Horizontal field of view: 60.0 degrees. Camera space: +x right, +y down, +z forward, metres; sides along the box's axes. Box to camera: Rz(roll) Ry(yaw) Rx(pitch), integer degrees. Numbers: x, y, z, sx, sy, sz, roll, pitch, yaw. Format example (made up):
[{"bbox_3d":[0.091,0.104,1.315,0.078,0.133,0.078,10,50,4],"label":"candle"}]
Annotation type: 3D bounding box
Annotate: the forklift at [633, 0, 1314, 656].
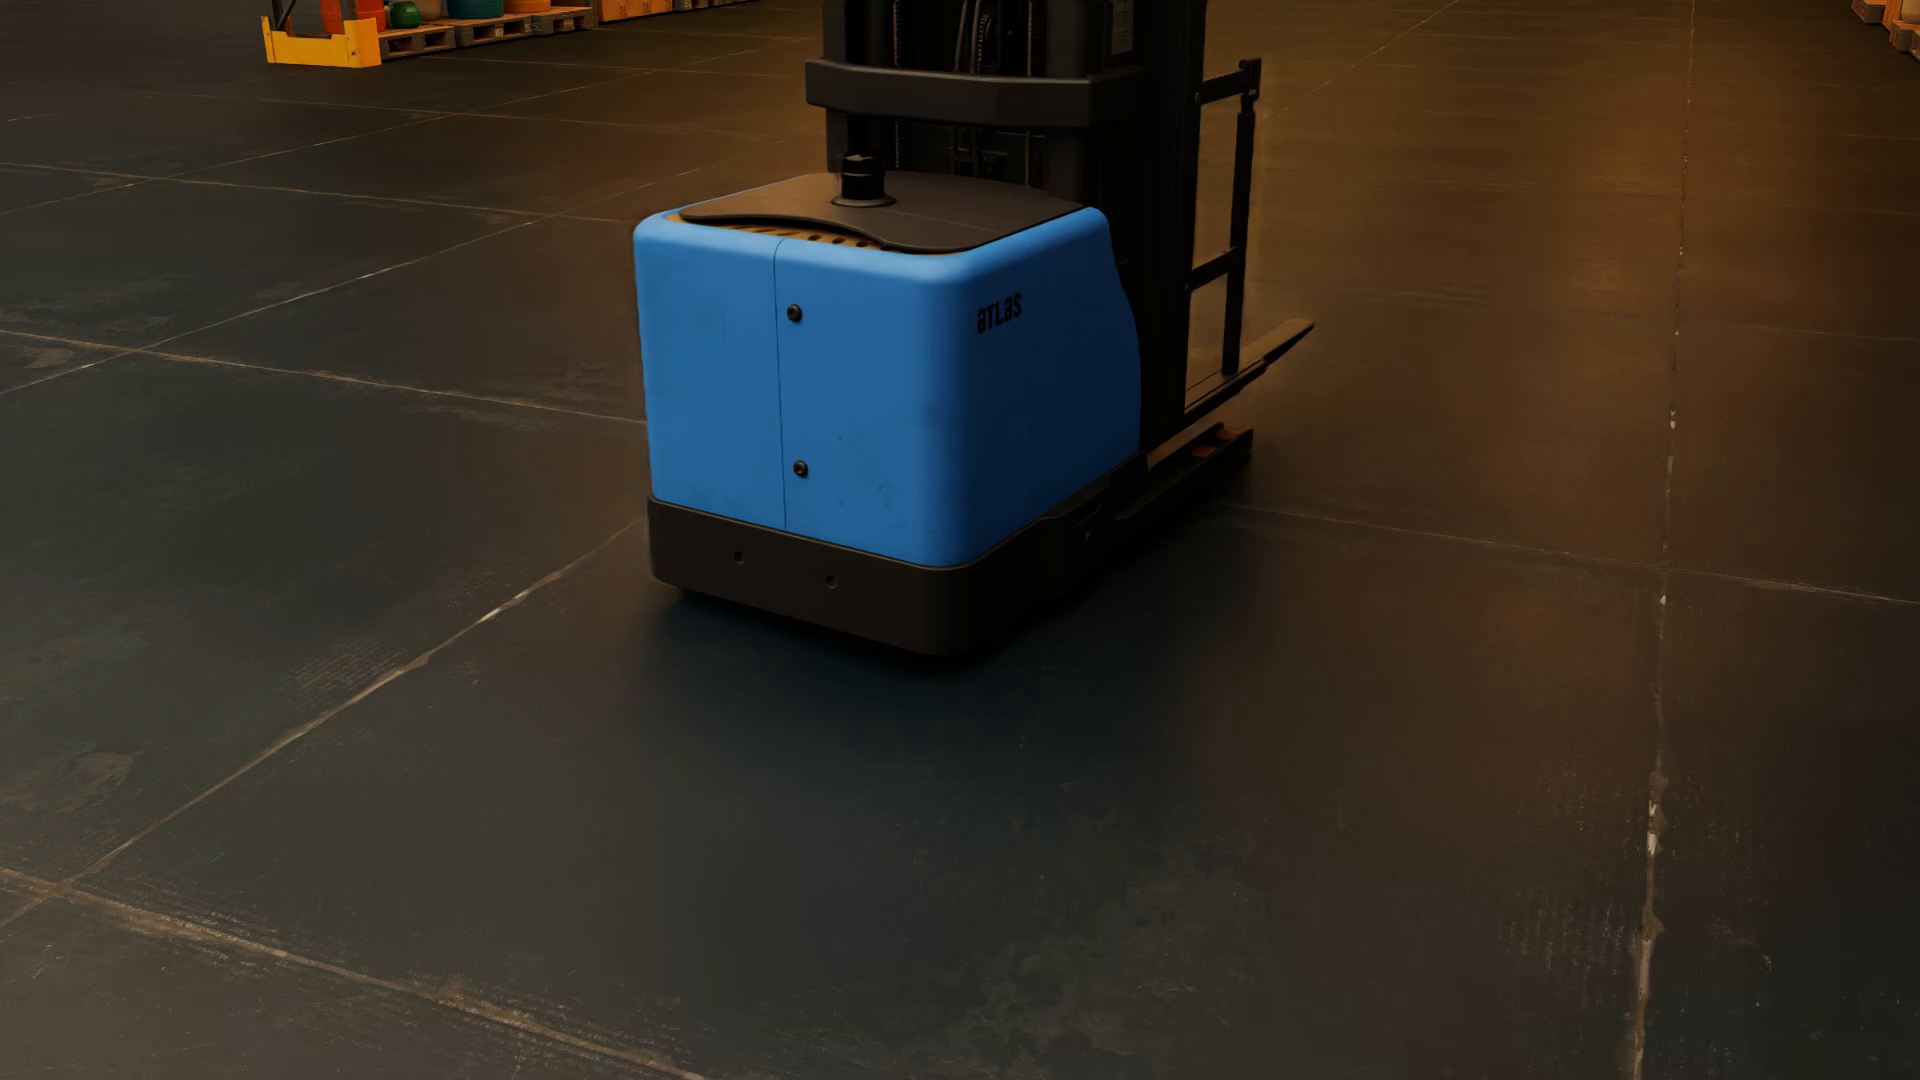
[{"bbox_3d":[0.329,-1.580,5.073,1.130,2.935,3.031,13,26,29],"label":"forklift"}]
